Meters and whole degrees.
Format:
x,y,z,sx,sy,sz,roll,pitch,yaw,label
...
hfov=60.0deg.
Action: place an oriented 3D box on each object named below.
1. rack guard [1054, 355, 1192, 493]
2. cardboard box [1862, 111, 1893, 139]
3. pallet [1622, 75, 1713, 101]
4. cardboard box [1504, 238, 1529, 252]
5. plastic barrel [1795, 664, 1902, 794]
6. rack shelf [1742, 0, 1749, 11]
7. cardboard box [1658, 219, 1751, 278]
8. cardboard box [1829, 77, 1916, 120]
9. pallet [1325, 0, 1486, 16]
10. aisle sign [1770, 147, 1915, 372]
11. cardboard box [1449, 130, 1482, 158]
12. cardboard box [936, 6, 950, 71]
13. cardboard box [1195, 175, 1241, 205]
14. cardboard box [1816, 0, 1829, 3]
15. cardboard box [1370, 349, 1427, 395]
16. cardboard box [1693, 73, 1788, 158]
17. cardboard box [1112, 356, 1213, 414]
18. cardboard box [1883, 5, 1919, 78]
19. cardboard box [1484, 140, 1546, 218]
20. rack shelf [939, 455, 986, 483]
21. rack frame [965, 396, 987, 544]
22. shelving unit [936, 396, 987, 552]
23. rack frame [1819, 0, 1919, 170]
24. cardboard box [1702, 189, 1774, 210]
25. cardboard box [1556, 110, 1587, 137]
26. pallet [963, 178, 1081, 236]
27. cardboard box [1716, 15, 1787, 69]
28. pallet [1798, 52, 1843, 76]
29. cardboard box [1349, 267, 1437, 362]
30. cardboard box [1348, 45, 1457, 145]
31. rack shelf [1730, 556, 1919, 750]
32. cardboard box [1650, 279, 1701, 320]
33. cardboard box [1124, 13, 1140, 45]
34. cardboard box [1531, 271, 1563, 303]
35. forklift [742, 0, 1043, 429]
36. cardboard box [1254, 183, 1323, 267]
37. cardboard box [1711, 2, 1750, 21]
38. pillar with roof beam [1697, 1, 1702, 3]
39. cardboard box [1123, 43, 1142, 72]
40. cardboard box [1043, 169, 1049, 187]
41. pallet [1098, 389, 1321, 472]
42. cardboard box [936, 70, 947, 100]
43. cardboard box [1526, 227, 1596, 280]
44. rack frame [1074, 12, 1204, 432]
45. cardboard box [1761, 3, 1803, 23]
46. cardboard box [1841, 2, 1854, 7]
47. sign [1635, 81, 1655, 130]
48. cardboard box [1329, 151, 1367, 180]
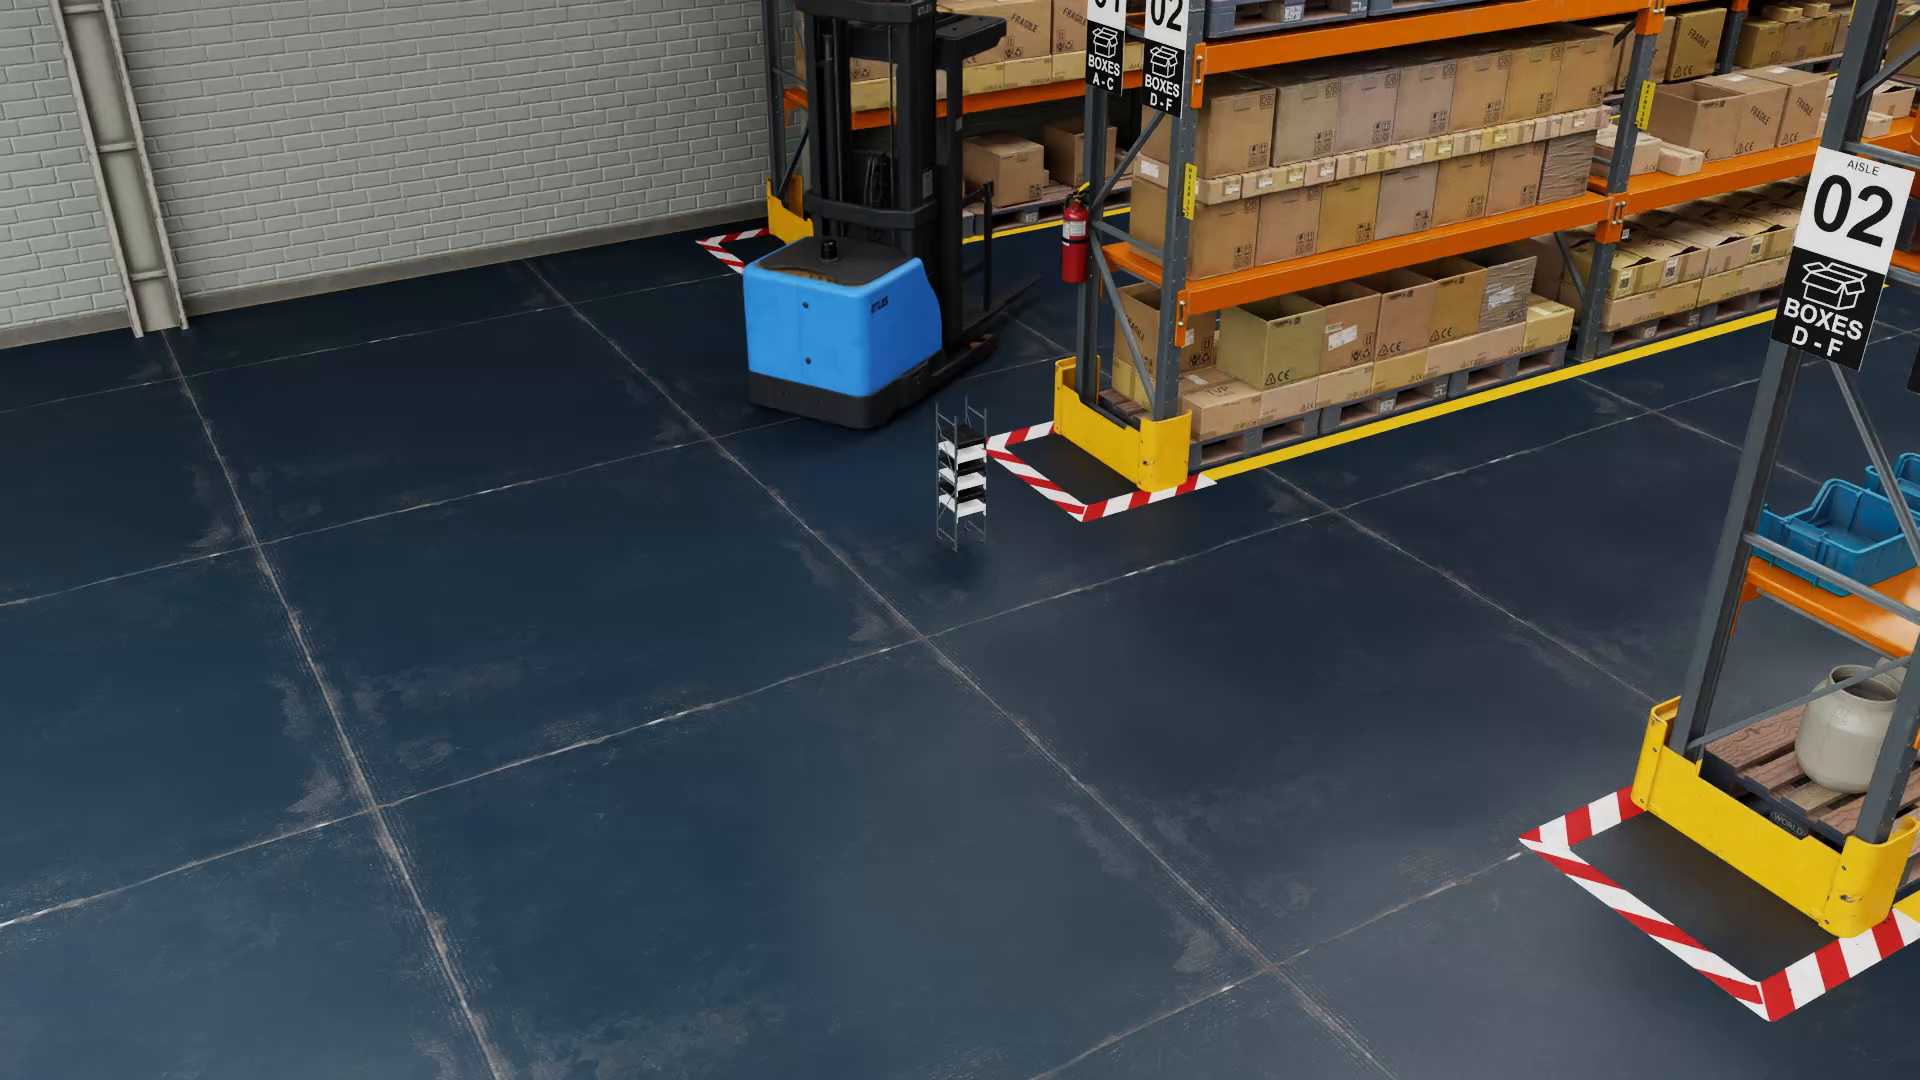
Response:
x,y,z,sx,sy,sz,roll,pitch,yaw,label
1.075,-0.801,11.184,0.348,0.500,1.175,-16,33,-26,rack guard
7.358,-3.414,13.592,0.250,0.149,0.380,-16,33,-26,cardboard box
8.302,-5.460,19.925,1.213,0.211,1.003,-16,33,-26,pallet
3.986,-2.206,12.777,0.500,0.500,0.500,-16,33,-26,cardboard box
4.131,0.876,7.699,0.421,0.512,0.421,0,29,0,plastic barrel
10.654,-7.076,20.712,4.000,0.370,1.077,-16,33,-26,rack shelf
5.907,-2.351,13.236,0.500,0.311,0.500,-17,33,-28,cardboard box
7.658,-3.750,14.032,0.500,0.311,0.500,-14,32,-23,cardboard box
2.772,-3.639,10.726,1.213,0.211,1.003,-16,33,-26,pallet
3.390,-1.081,6.414,0.004,0.787,0.394,-16,33,-26,aisle sign
3.323,-2.742,11.339,0.250,0.149,0.380,-15,32,-25,cardboard box
-0.422,-4.344,14.375,0.500,0.500,0.500,-16,33,-26,cardboard box
1.543,-2.235,10.421,0.250,0.149,0.380,-16,33,-27,cardboard box
10.739,-6.844,21.028,0.250,0.149,0.380,-15,32,-26,cardboard box
2.965,-1.286,11.887,0.500,0.250,0.500,-16,33,-26,cardboard box
6.101,-3.357,13.125,0.500,0.500,0.500,-16,33,-26,cardboard box
1.409,-1.136,11.614,0.500,0.250,0.500,-16,33,-26,cardboard box
8.479,-4.288,14.378,0.700,0.500,0.500,22,36,34,cardboard box
3.714,-2.681,11.900,0.500,0.500,0.700,-16,33,-27,cardboard box
0.007,-0.446,10.009,0.200,0.077,0.258,-16,33,-26,rack shelf
0.095,-0.421,10.081,0.006,0.900,0.240,-16,33,-26,rack frame
0.007,-0.396,10.036,0.210,0.900,0.258,-16,33,-26,shelving unit
3.602,-2.463,5.400,0.127,3.000,1.000,-16,33,-26,rack frame
6.504,-2.823,14.092,0.500,0.311,0.500,-17,33,-28,cardboard box
4.205,-2.993,11.793,0.250,0.149,0.380,-17,33,-27,cardboard box
0.418,-3.242,15.907,1.213,0.211,1.003,-16,33,-26,pallet
9.626,-6.131,20.408,0.500,0.500,0.700,-15,32,-26,cardboard box
10.678,-6.135,21.147,1.213,0.211,1.003,-16,33,-26,pallet
2.966,-1.614,11.705,0.500,0.500,0.500,-16,33,-26,cardboard box
2.867,-3.012,11.158,0.500,0.500,0.700,-16,33,-26,cardboard box
5.327,-0.011,7.911,4.000,0.370,1.077,-16,33,-26,rack shelf
5.459,-1.980,13.145,0.500,0.250,0.500,-15,32,-25,cardboard box
1.354,-4.845,15.284,0.500,0.500,0.500,-16,33,-27,cardboard box
4.755,-2.083,13.330,0.500,0.250,0.500,-16,33,-27,cardboard box
-0.352,-2.728,12.160,1.130,2.935,3.031,15,32,26,forklift
1.955,-2.184,11.000,0.500,0.500,0.700,-15,32,-25,cardboard box
9.400,-6.462,20.336,0.250,0.149,0.380,-16,33,-27,cardboard box
11.276,-8.266,15.915,0.400,9.000,9.100,-16,33,-26,pillar with roof beam
1.343,-4.525,15.480,0.500,0.250,0.500,-16,33,-26,cardboard box
0.643,-3.504,15.991,0.250,0.149,0.380,-19,34,-30,cardboard box
1.734,-0.885,11.635,1.213,0.211,1.003,-16,33,-26,pallet
-0.395,-4.027,14.577,0.500,0.250,0.500,-17,33,-28,cardboard box
4.749,-2.324,13.188,0.500,0.311,0.500,-16,33,-26,cardboard box
1.096,-1.901,10.590,0.127,3.000,1.000,-16,33,-26,rack frame
10.014,-6.423,20.265,0.250,0.149,0.380,-15,32,-25,cardboard box
11.394,-6.634,21.320,0.500,0.500,0.700,-16,33,-26,cardboard box
4.827,-3.063,11.718,0.005,0.325,0.100,-16,33,-26,sign
2.433,-2.489,10.880,0.250,0.149,0.380,-17,33,-28,cardboard box
